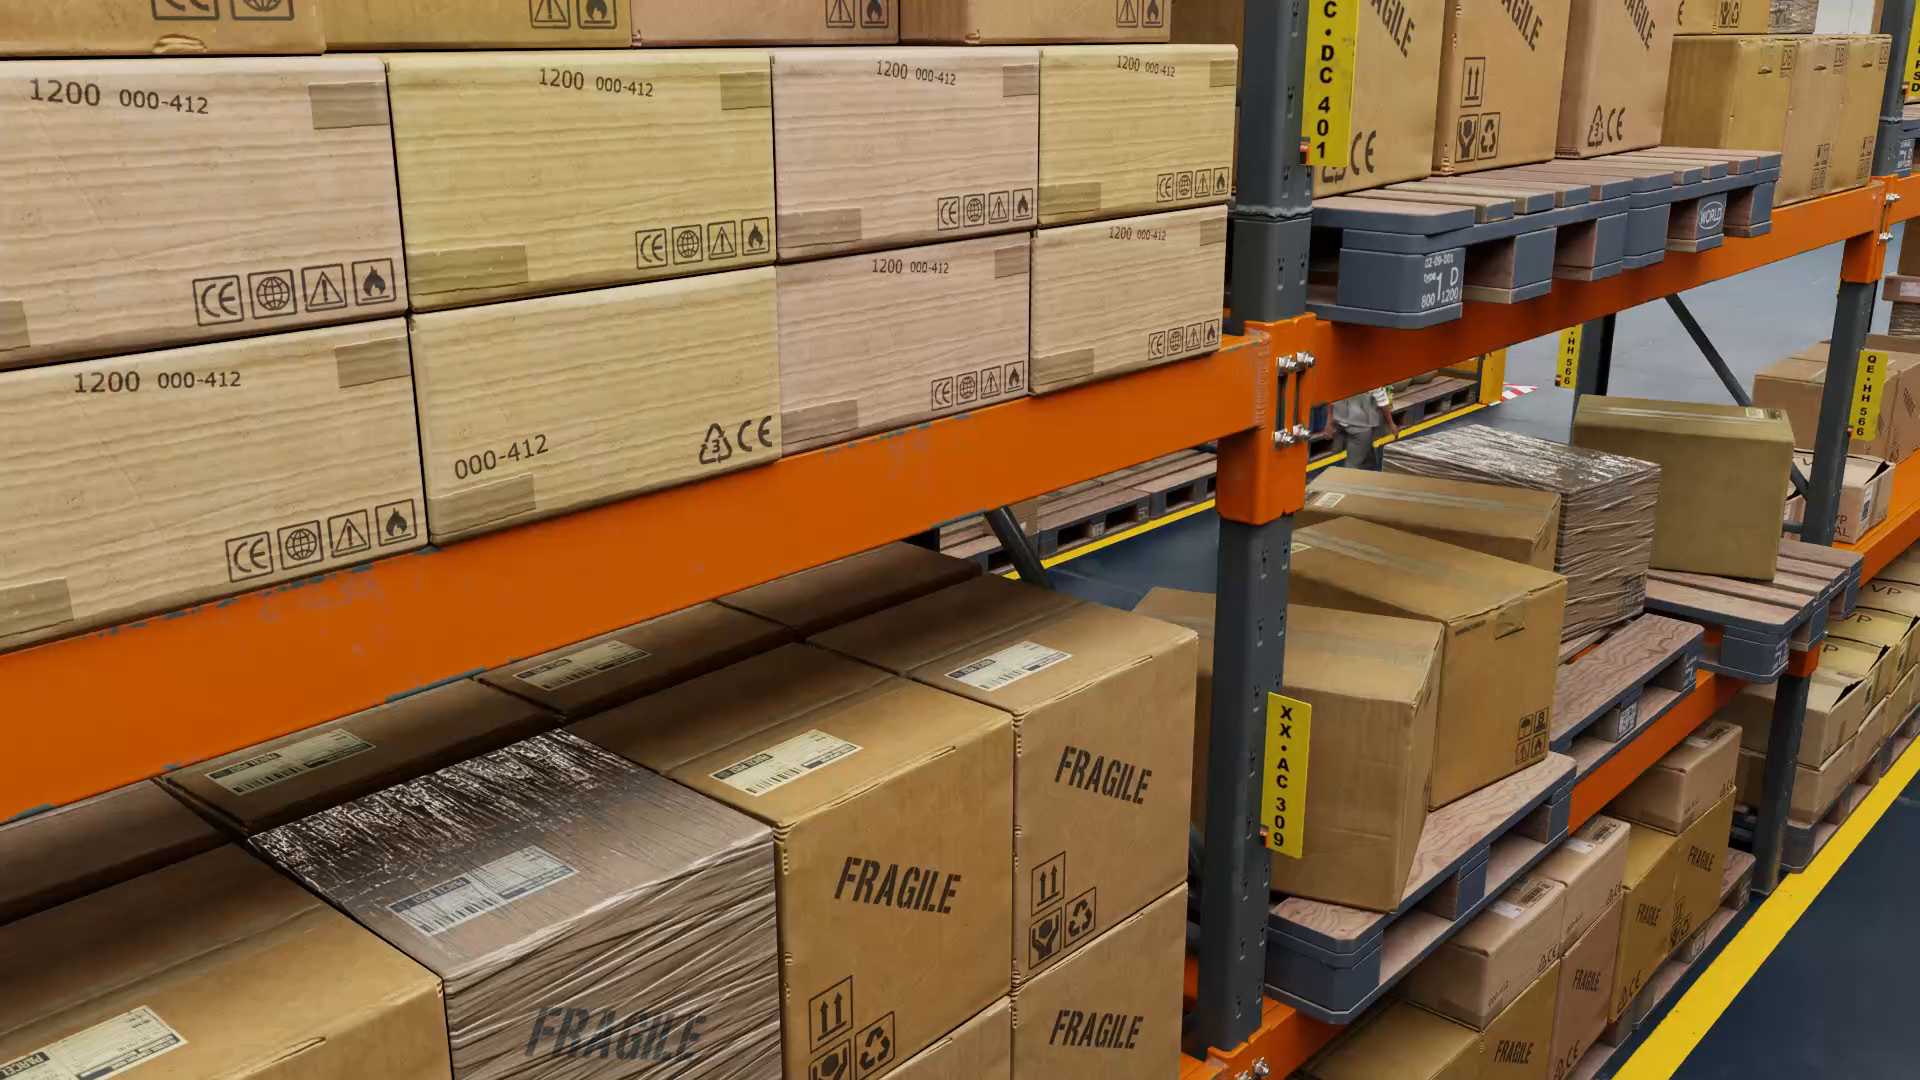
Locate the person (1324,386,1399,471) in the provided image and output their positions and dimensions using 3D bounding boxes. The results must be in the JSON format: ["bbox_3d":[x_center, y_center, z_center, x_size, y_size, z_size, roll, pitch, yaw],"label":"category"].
[{"bbox_3d":[2.634,-0.746,10.983,0.476,1.639,0.415,-6,18,-20],"label":"person"}]
